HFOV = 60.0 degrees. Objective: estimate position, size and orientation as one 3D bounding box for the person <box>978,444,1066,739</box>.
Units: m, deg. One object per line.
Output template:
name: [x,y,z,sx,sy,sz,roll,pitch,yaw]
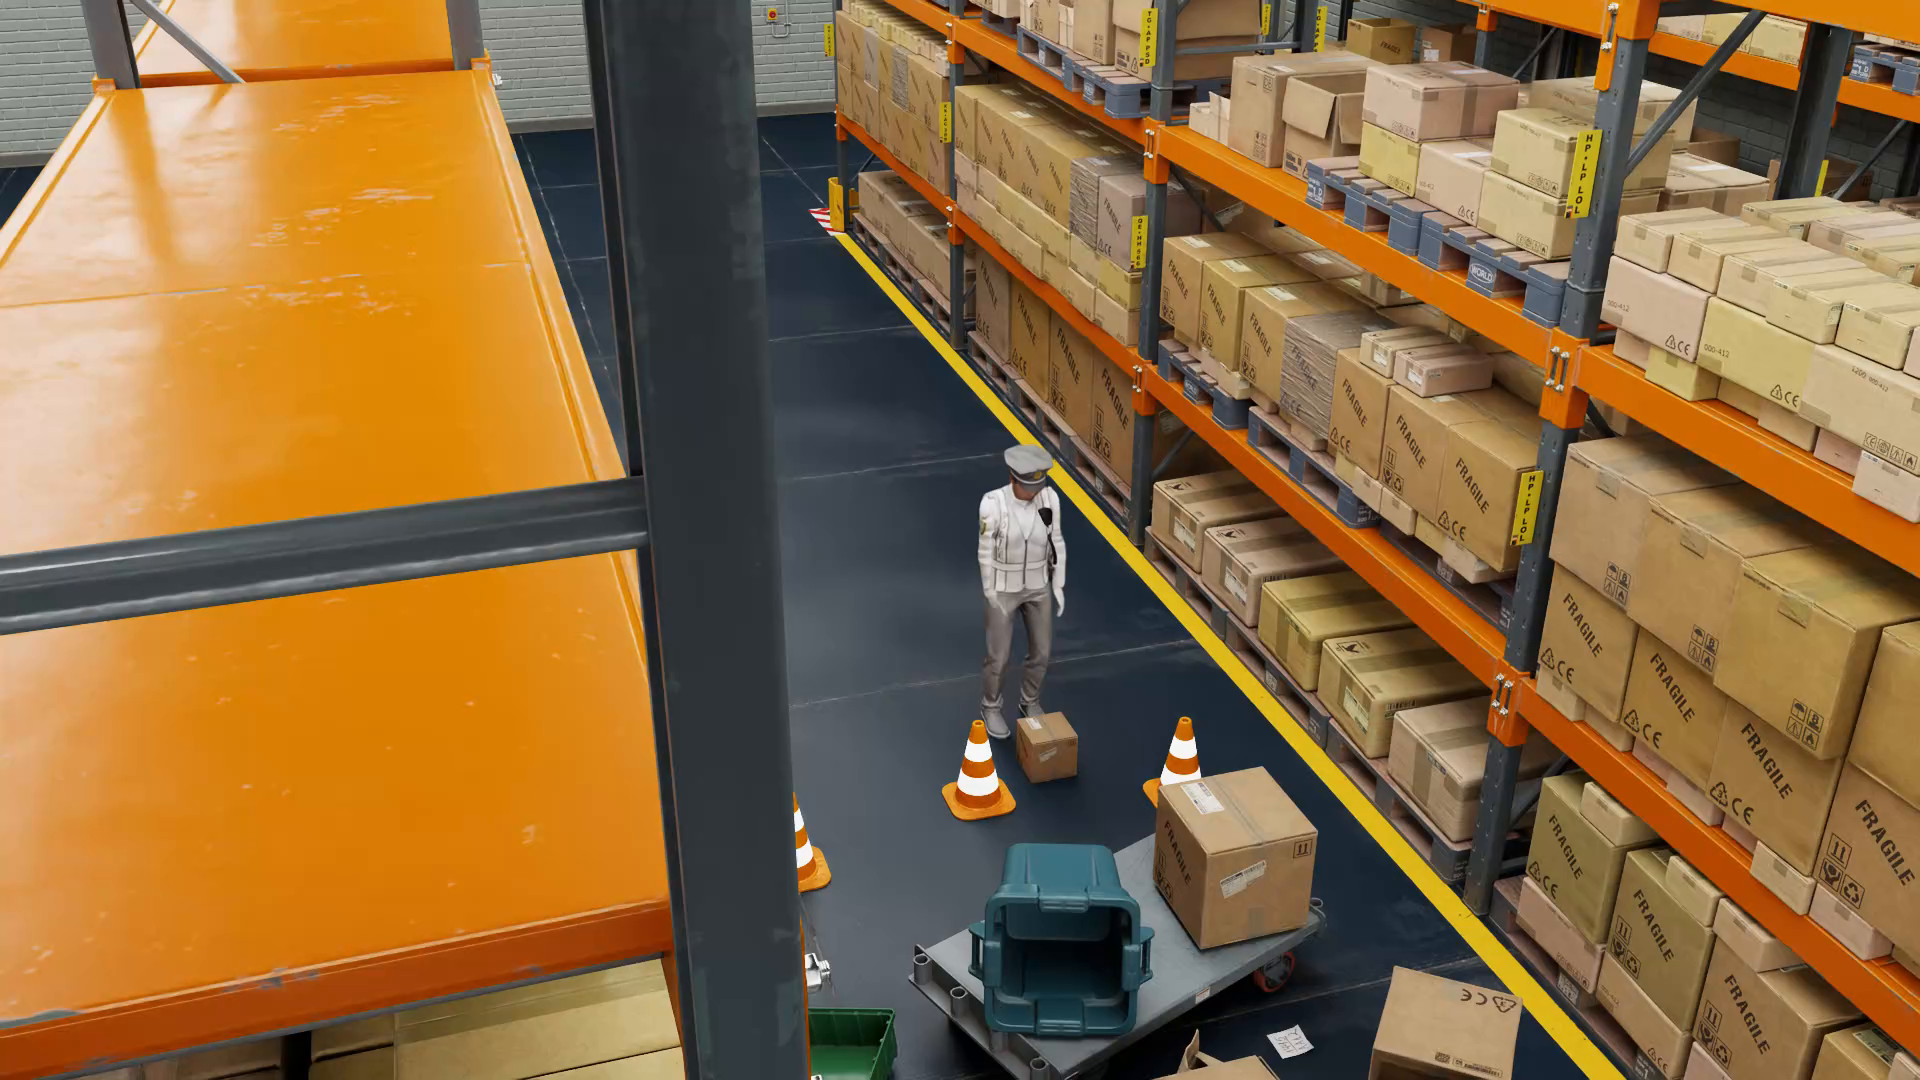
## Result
person: [0.332,0.271,8.828,0.482,1.654,0.366,-8,27,-15]
